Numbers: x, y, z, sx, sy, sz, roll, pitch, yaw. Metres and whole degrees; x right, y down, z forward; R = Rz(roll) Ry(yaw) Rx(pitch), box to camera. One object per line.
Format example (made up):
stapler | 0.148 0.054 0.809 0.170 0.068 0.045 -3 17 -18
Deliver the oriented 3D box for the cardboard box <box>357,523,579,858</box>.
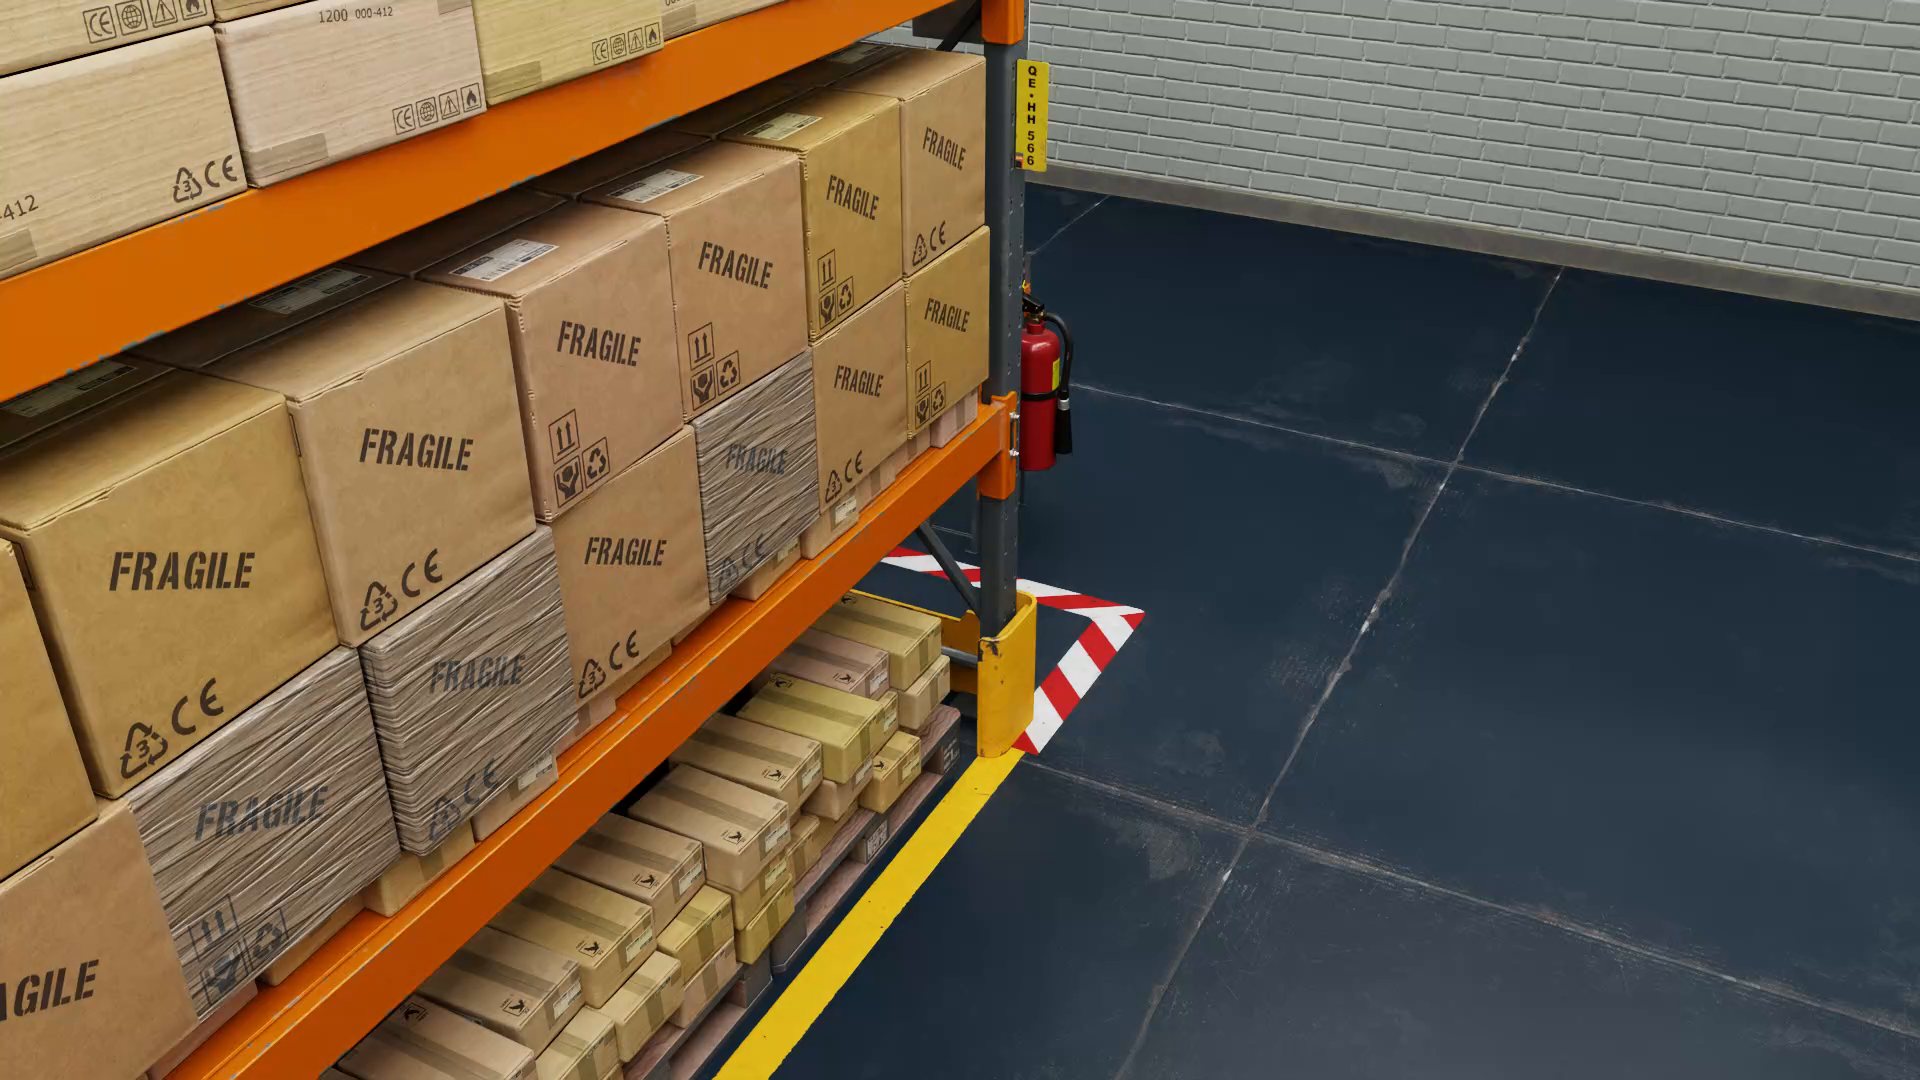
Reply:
cardboard box | -1.162 0.245 3.413 0.500 0.500 0.500 14 33 22

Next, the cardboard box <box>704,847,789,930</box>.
cardboard box | -0.716 0.929 4.762 0.380 0.149 0.250 15 33 24

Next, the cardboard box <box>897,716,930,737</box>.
cardboard box | -0.325 0.577 5.674 0.380 0.149 0.250 15 33 24

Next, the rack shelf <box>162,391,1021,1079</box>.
rack shelf | -1.182 0.441 4.193 1.077 0.370 4.000 14 33 23

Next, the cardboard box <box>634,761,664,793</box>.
cardboard box | -1.159 0.668 5.217 0.380 0.149 0.250 15 33 25

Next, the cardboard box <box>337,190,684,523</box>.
cardboard box | -0.955 -0.412 3.552 0.500 0.500 0.500 13 32 22

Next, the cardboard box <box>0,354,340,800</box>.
cardboard box | -1.448 0.032 2.780 0.500 0.500 0.500 13 32 22

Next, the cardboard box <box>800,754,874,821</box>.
cardboard box | -0.492 0.697 5.167 0.380 0.149 0.250 13 32 21

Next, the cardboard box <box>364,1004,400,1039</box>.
cardboard box | -1.573 1.163 4.355 0.380 0.149 0.250 13 32 21

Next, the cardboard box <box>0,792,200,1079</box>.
cardboard box | -1.643 0.681 2.653 0.500 0.500 0.500 14 33 22

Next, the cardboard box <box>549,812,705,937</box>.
cardboard box | -0.923 0.896 4.520 0.380 0.149 0.250 13 32 22

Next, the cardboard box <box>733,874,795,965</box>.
cardboard box | -0.710 1.051 4.848 0.380 0.149 0.250 13 32 21

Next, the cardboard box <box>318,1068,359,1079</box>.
cardboard box | -1.403 1.353 3.725 0.380 0.149 0.250 13 32 22

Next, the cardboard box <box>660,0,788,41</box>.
cardboard box | -0.706 -1.287 3.618 0.500 0.250 0.500 16 33 25

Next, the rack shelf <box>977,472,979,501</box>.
rack shelf | 0.075 -0.363 7.211 0.258 0.148 0.480 14 33 23

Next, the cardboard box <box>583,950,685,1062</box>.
cardboard box | -0.951 1.167 4.348 0.380 0.149 0.250 15 33 24

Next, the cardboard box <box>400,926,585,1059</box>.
cardboard box | -1.164 1.119 4.132 0.380 0.149 0.250 13 32 21

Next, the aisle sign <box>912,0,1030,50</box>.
aisle sign | 0.030 -1.849 4.848 0.394 0.787 0.004 14 33 23

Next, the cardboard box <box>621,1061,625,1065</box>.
cardboard box | -1.034 1.263 4.480 0.380 0.149 0.250 15 33 25

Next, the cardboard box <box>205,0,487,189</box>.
cardboard box | -1.172 -0.816 2.798 0.500 0.250 0.500 16 33 25

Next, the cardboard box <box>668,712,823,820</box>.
cardboard box | -0.631 0.673 4.910 0.380 0.149 0.250 13 32 21

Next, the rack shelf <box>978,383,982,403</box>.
rack shelf | 0.075 -0.729 7.001 0.258 0.148 0.480 14 33 23

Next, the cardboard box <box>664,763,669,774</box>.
cardboard box | -0.948 0.702 5.456 0.380 0.149 0.250 15 33 24

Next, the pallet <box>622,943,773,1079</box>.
pallet | -1.264 1.376 4.642 1.003 0.211 1.213 14 33 23

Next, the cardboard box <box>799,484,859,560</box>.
cardboard box | -0.510 -0.105 4.674 0.380 0.149 0.250 15 33 25

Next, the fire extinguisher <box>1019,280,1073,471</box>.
fire extinguisher | 0.255 -0.569 5.682 0.296 0.674 0.183 14 33 23

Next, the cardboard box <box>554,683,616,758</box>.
cardboard box | -1.035 0.349 3.883 0.380 0.149 0.250 16 33 25

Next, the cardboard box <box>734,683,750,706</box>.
cardboard box | -0.913 0.450 5.596 0.380 0.149 0.250 14 33 23

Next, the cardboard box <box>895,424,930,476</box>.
cardboard box | -0.314 -0.338 5.079 0.380 0.149 0.250 14 33 23

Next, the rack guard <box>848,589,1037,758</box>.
rack guard | -0.305 0.360 6.121 1.175 0.500 0.348 14 33 23

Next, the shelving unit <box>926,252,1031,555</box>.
shelving unit | 0.075 -0.594 7.079 0.258 1.200 0.503 14 33 23

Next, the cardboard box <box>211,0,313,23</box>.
cardboard box | -1.187 -1.036 2.678 0.500 0.250 0.500 15 33 24

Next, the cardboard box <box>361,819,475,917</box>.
cardboard box | -1.244 0.596 3.453 0.380 0.149 0.250 15 33 24

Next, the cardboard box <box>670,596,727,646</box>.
cardboard box | -0.833 0.111 4.297 0.380 0.149 0.250 13 32 21

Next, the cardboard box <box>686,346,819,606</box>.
cardboard box | -0.708 -0.218 4.219 0.500 0.500 0.500 14 33 23

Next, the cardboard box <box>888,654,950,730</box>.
cardboard box | -0.257 0.466 5.568 0.380 0.149 0.250 13 32 22

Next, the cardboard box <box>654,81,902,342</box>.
cardboard box | -0.488 -0.880 4.367 0.500 0.500 0.500 13 32 22

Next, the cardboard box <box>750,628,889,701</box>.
cardboard box | -0.452 0.429 5.335 0.380 0.149 0.250 15 33 24

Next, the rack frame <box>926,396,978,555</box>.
rack frame | -0.036 -0.486 6.891 0.240 1.200 0.015 14 33 23

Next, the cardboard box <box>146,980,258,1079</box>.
cardboard box | -1.546 0.812 3.077 0.380 0.149 0.250 13 32 21

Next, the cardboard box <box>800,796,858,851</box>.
cardboard box | -0.549 0.812 5.266 0.380 0.149 0.250 14 33 23

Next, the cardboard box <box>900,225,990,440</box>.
cardboard box | -0.246 -0.672 5.010 0.500 0.500 0.500 15 33 24

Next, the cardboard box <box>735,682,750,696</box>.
cardboard box | -0.830 0.343 5.484 0.380 0.149 0.250 15 33 24
